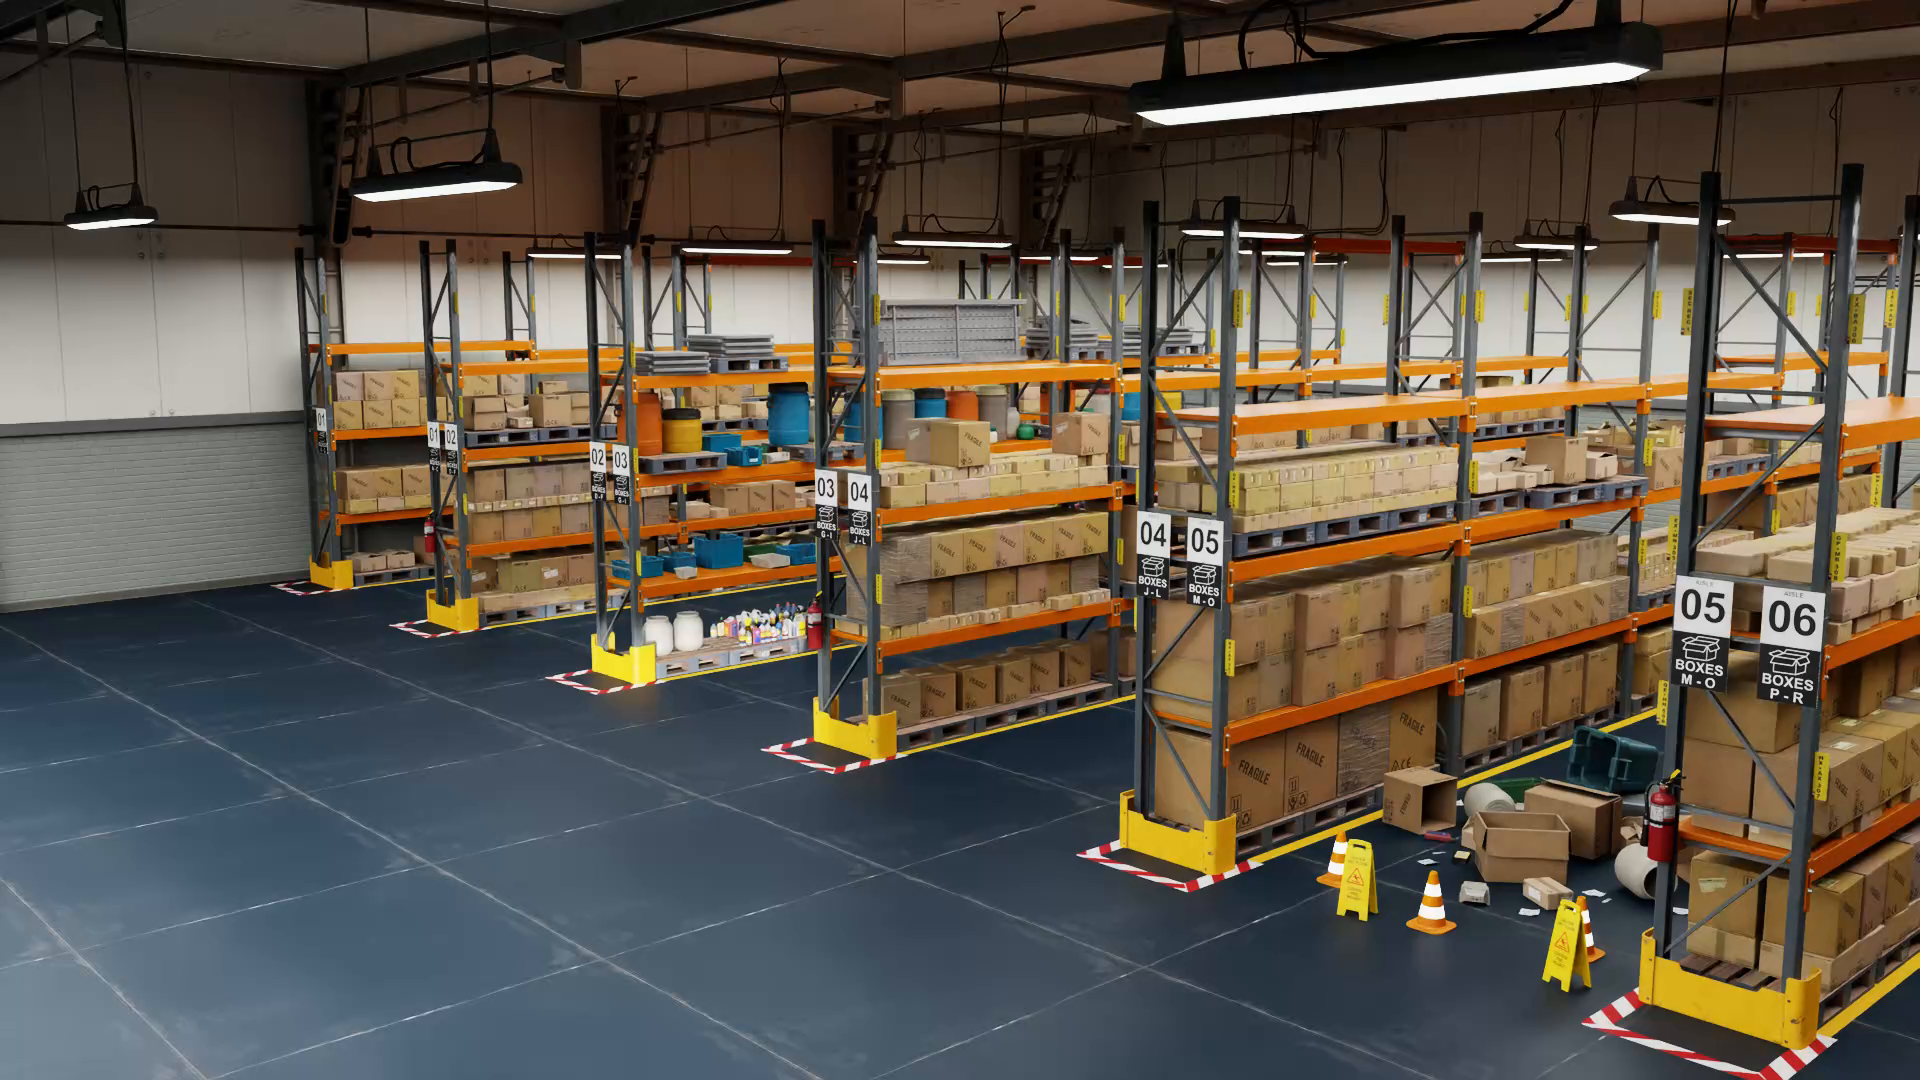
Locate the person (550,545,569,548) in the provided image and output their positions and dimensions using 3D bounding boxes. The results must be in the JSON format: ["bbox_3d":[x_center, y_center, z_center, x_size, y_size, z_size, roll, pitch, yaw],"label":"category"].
[{"bbox_3d":[-7.266,-0.053,29.854,0.612,1.787,0.554,-4,9,-23],"label":"person"}]
